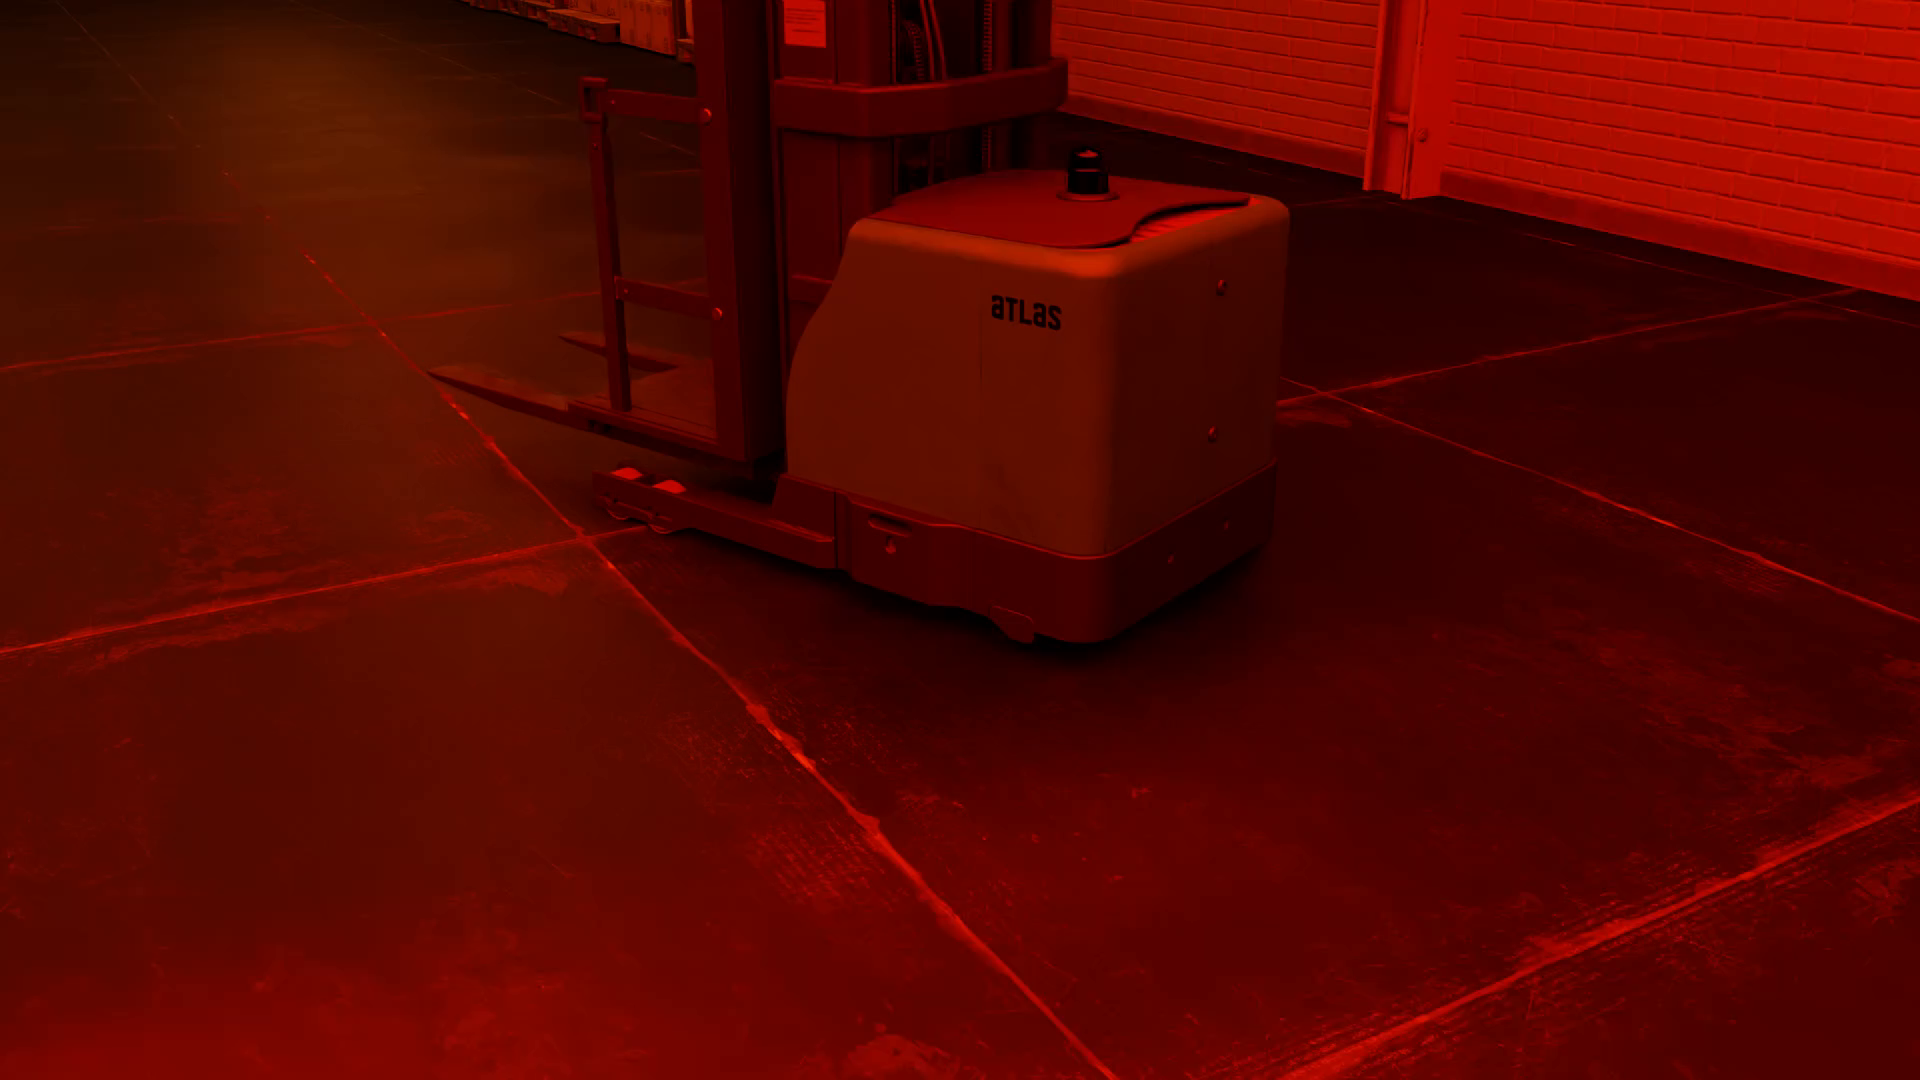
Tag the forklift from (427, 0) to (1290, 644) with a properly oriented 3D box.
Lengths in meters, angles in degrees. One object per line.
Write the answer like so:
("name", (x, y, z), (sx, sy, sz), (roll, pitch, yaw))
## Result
("forklift", (-0.541, -1.515, 4.965), (3.031, 2.935, 1.130), (16, 27, 34))
